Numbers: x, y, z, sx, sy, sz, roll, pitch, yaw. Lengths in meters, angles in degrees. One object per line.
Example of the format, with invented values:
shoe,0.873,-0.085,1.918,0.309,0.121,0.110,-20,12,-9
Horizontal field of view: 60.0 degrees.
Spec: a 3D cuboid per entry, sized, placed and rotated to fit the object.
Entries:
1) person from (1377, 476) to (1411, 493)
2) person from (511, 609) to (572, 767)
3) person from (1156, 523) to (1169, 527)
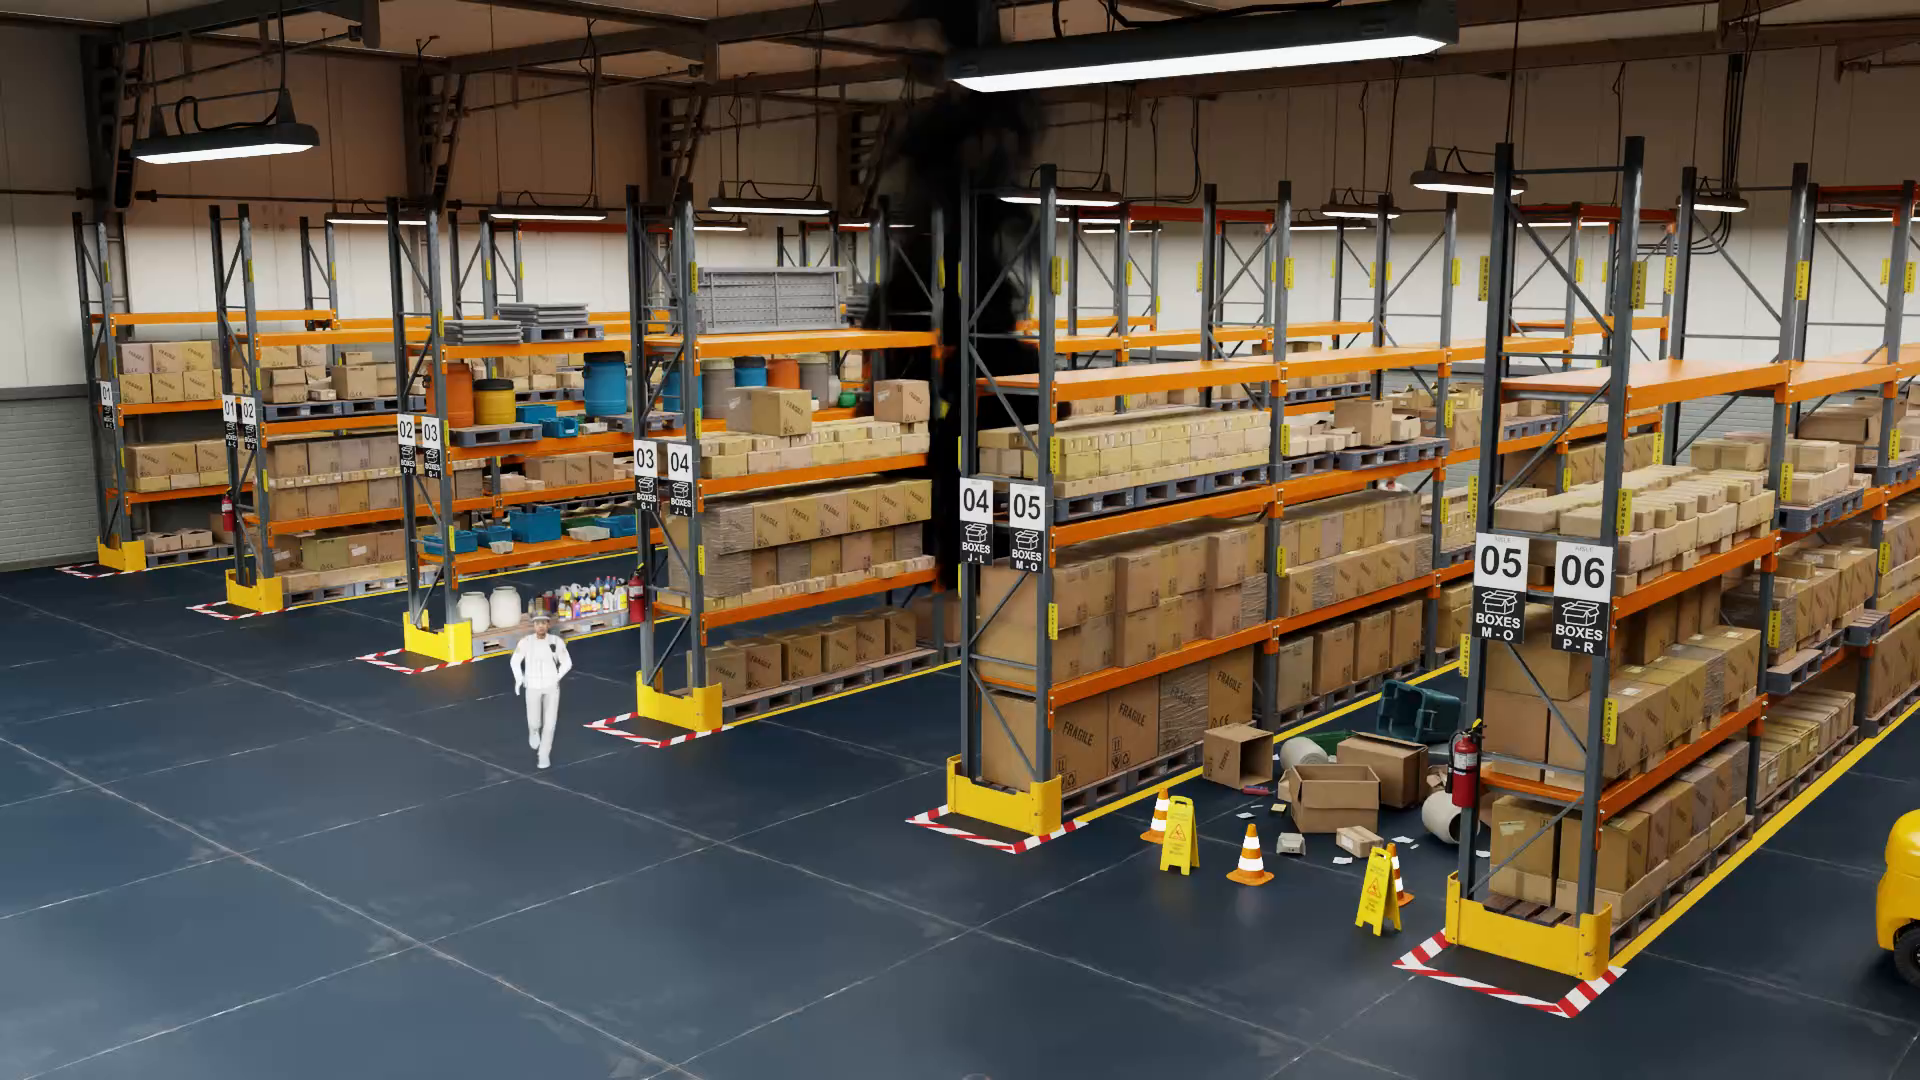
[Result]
person,7.240,-0.333,28.004,0.710,1.797,0.804,5,11,26
person,-4.323,1.524,17.218,0.616,1.661,0.554,-2,10,-15
person,2.807,0.497,22.889,0.703,1.835,0.832,7,12,37
